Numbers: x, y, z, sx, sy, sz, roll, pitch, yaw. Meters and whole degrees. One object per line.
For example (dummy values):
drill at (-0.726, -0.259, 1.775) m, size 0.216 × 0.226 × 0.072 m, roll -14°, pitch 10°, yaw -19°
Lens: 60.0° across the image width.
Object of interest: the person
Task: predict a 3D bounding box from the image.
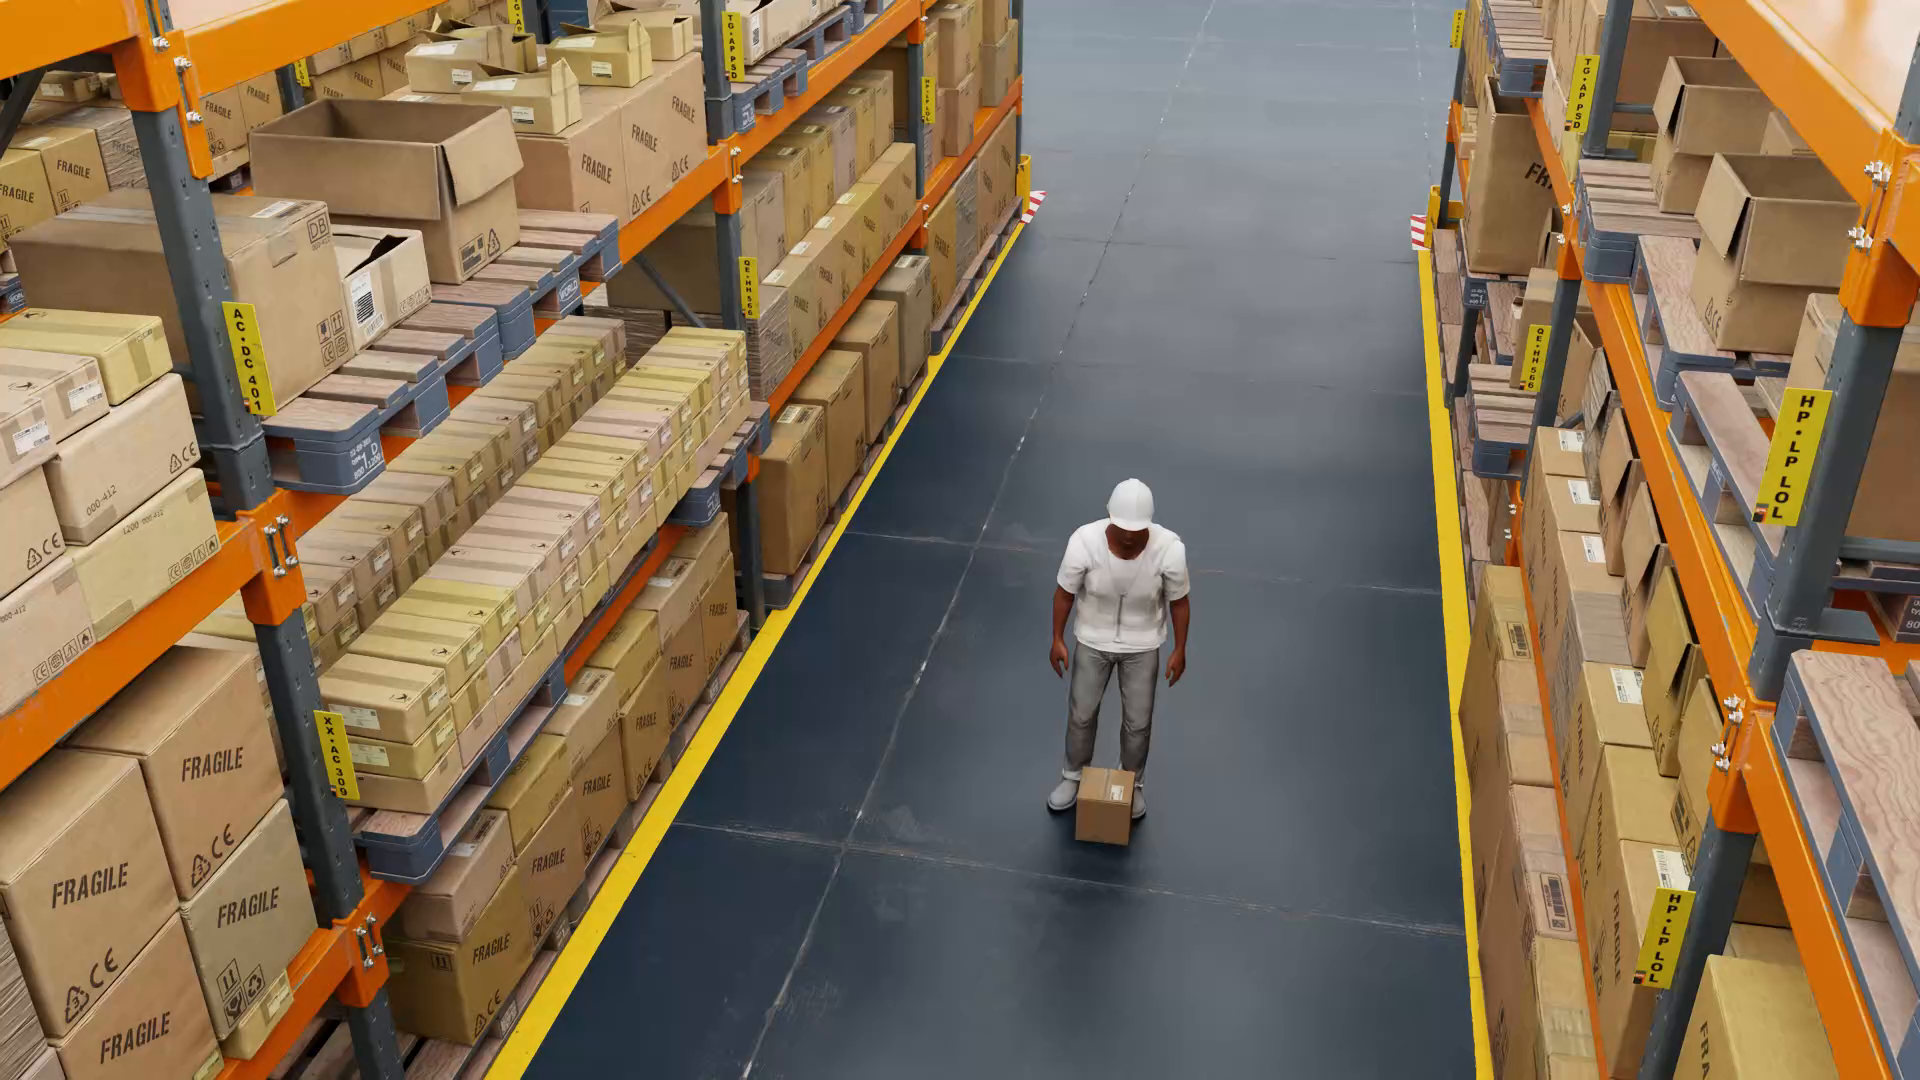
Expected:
person at (0.734, 0.491, 7.703) m, size 0.634 × 1.759 × 0.460 m, roll 4°, pitch 29°, yaw 8°
